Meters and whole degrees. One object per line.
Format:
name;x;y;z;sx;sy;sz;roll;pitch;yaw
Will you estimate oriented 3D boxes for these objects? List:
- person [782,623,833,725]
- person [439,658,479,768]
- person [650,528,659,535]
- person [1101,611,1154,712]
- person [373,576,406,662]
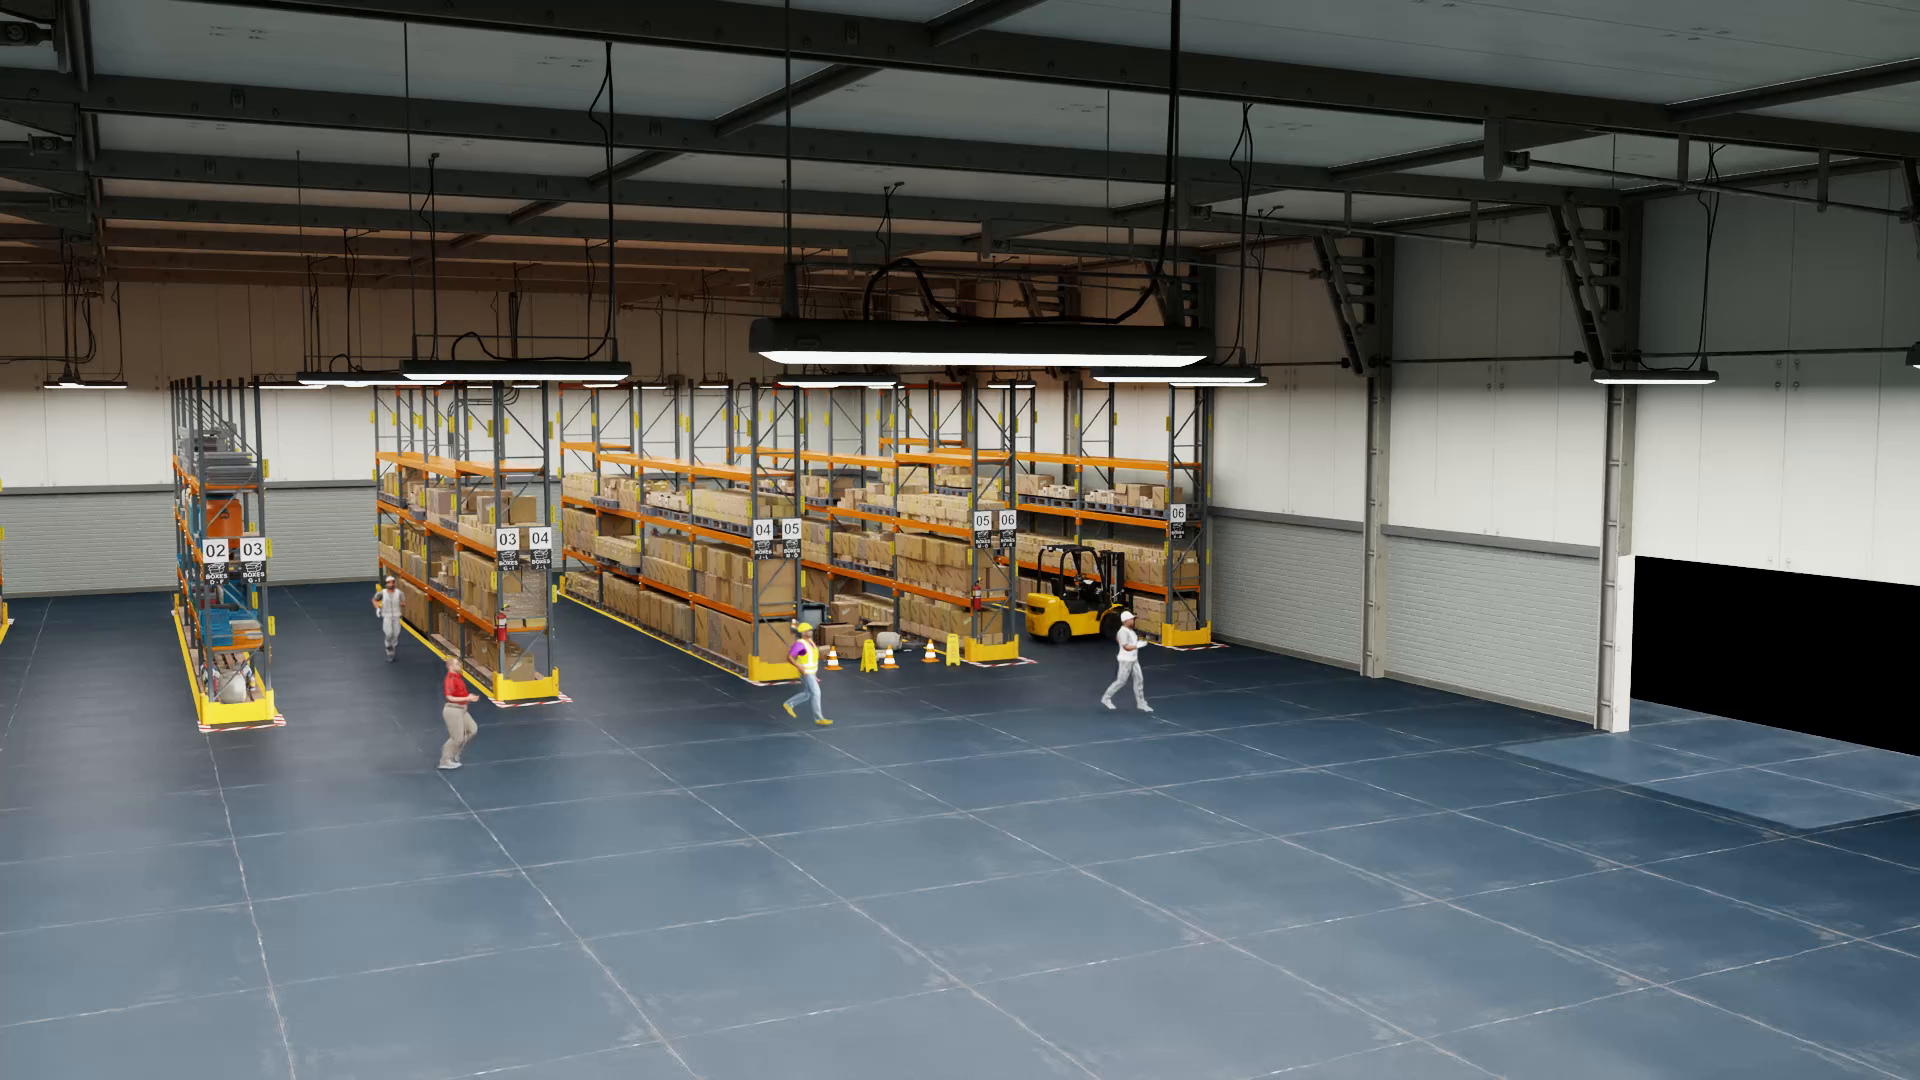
person;-2.640;2.291;28.650;0.954;1.748;0.679;1;5;14
person;-7.603;2.629;25.293;0.645;1.705;0.640;0;5;-5
person;-9.061;0.477;49.831;0.882;1.696;0.584;-2;6;-23
person;2.990;2.170;29.675;0.938;1.800;0.674;2;5;20
person;-12.144;1.683;35.487;0.634;1.833;0.619;-3;6;-29
